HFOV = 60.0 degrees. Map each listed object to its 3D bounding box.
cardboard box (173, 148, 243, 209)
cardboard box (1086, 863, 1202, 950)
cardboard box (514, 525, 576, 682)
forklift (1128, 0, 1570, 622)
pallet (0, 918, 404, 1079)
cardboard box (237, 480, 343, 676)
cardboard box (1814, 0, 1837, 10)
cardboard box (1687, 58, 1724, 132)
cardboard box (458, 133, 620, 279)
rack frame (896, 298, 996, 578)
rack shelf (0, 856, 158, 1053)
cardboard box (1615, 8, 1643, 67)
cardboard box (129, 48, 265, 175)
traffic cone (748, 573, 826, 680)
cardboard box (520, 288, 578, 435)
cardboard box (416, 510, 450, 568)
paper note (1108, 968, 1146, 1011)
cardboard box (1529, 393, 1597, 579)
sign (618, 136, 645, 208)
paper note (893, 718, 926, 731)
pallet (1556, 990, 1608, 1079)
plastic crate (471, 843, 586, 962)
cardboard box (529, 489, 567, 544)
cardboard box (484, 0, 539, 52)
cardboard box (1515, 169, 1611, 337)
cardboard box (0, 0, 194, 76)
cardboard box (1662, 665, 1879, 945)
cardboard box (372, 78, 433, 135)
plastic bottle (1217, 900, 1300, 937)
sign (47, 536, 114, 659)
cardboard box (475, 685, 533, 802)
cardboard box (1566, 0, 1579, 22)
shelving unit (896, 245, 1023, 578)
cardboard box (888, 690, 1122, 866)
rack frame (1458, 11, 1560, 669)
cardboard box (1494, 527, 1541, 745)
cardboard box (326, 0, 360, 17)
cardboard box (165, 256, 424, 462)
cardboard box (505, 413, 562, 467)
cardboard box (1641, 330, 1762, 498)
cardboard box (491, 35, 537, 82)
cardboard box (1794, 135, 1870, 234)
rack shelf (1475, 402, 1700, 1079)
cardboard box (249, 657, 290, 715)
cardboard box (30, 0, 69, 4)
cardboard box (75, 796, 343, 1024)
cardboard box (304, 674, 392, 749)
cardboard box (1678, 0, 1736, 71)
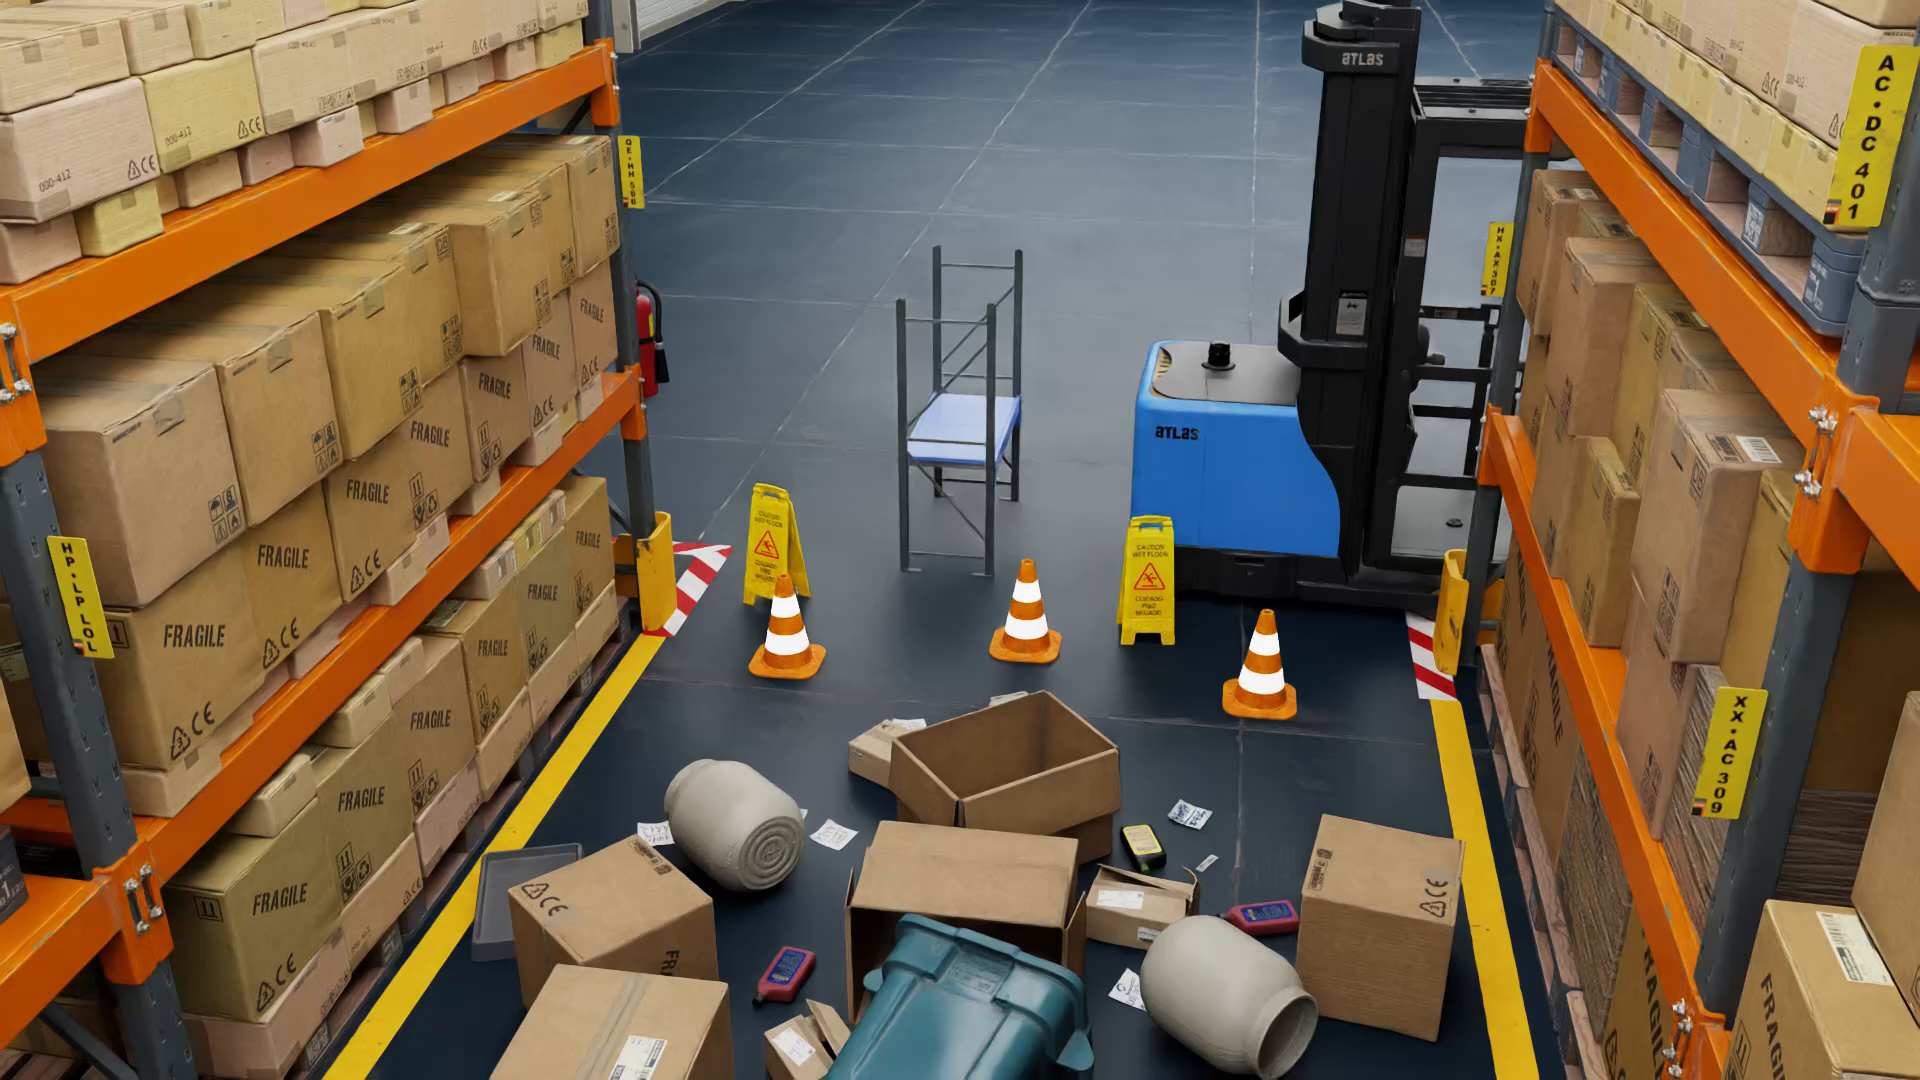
[{"bbox_3d":[-2.283,-1.048,4.709,0.380,0.149,0.250,5,26,10],"label":"cardboard box"},{"bbox_3d":[0.678,1.322,6.113,0.396,0.266,0.258,8,26,18],"label":"cardboard box"},{"bbox_3d":[-1.988,0.243,7.056,0.500,0.500,0.500,5,26,10],"label":"cardboard box"},{"bbox_3d":[2.428,-1.139,8.226,3.031,2.935,1.130,4,25,9],"label":"forklift"},{"bbox_3d":[-2.611,1.609,5.564,1.003,0.211,1.213,4,25,9],"label":"pallet"},{"bbox_3d":[-2.280,0.073,5.087,0.500,0.500,0.500,4,25,8],"label":"cardboard box"},{"bbox_3d":[2.001,-1.192,3.463,0.380,0.149,0.250,4,25,8],"label":"cardboard box"},{"bbox_3d":[2.124,-1.150,4.313,0.380,0.149,0.250,4,25,9],"label":"cardboard box"},{"bbox_3d":[-1.900,-1.448,7.157,0.700,0.500,0.500,3,25,7],"label":"cardboard box"},{"bbox_3d":[-0.069,-0.502,8.554,0.500,1.500,0.032,4,25,9],"label":"rack frame"},{"bbox_3d":[-3.013,1.791,2.733,1.077,0.370,4.000,4,25,9],"label":"rack shelf"},{"bbox_3d":[2.289,-1.574,5.220,0.380,0.149,0.250,4,25,8],"label":"cardboard box"},{"bbox_3d":[-2.269,-1.178,4.515,0.500,0.250,0.500,4,25,8],"label":"cardboard box"},{"bbox_3d":[-0.830,0.374,7.904,0.336,0.463,0.334,4,25,9],"label":"traffic cone"},{"bbox_3d":[-1.935,-0.769,6.885,0.500,0.500,0.500,4,25,9],"label":"cardboard box"},{"bbox_3d":[-2.086,-0.008,6.026,0.380,0.149,0.250,4,25,8],"label":"cardboard box"},{"bbox_3d":[0.631,1.583,5.841,0.172,0.023,0.155,13,28,26],"label":"paper note"},{"bbox_3d":[2.568,-0.196,5.953,0.875,0.550,0.550,4,25,9],"label":"cardboard box"},{"bbox_3d":[-1.488,-1.665,7.529,0.100,0.325,0.005,4,25,9],"label":"sign"},{"bbox_3d":[-0.223,0.834,7.432,0.148,0.019,0.142,-5,25,-10],"label":"paper note"},{"bbox_3d":[2.416,1.880,4.984,1.003,0.211,1.213,4,25,9],"label":"pallet"},{"bbox_3d":[-1.620,1.352,6.268,0.402,0.080,0.583,-5,25,-10],"label":"plastic crate"},{"bbox_3d":[-1.899,-0.111,7.047,0.380,0.149,0.250,5,26,10],"label":"cardboard box"},{"bbox_3d":[-1.946,-2.027,6.330,0.500,0.250,0.500,4,25,8],"label":"cardboard box"},{"bbox_3d":[2.769,-1.148,6.713,0.875,0.550,0.550,4,25,9],"label":"cardboard box"},{"bbox_3d":[-2.246,-1.307,4.320,0.380,0.149,0.250,3,25,7],"label":"cardboard box"},{"bbox_3d":[2.263,0.707,4.025,0.875,0.550,0.550,4,25,9],"label":"cardboard box"},{"bbox_3d":[-2.021,-1.475,5.620,0.380,0.149,0.250,4,25,8],"label":"cardboard box"},{"bbox_3d":[1.105,1.409,6.168,0.283,0.061,0.133,-5,25,-10],"label":"plastic bottle"},{"bbox_3d":[-2.138,0.142,4.043,0.100,0.325,0.005,4,25,9],"label":"sign"},{"bbox_3d":[-2.071,0.803,6.744,0.500,0.250,0.500,3,25,7],"label":"cardboard box"},{"bbox_3d":[2.455,-1.996,6.120,0.380,0.149,0.250,4,25,9],"label":"cardboard box"},{"bbox_3d":[0.014,-0.715,9.008,0.538,1.500,1.048,4,25,9],"label":"shelving unit"},{"bbox_3d":[0.179,0.997,6.527,0.797,0.503,0.637,-14,29,-27],"label":"cardboard box"},{"bbox_3d":[2.868,-0.743,7.299,1.000,3.000,0.127,4,25,9],"label":"rack frame"},{"bbox_3d":[2.822,0.317,7.045,0.875,0.875,0.875,4,25,9],"label":"cardboard box"},{"bbox_3d":[-2.140,-1.742,5.251,0.380,0.149,0.250,5,25,10],"label":"cardboard box"},{"bbox_3d":[-2.186,-0.593,5.330,0.700,0.500,0.500,3,25,7],"label":"cardboard box"},{"bbox_3d":[-1.889,-0.430,6.926,0.380,0.149,0.250,4,25,9],"label":"cardboard box"},{"bbox_3d":[2.508,-0.234,4.760,0.875,0.550,0.550,4,25,9],"label":"cardboard box"},{"bbox_3d":[-1.900,-1.905,6.539,0.380,0.149,0.250,5,26,10],"label":"cardboard box"},{"bbox_3d":[1.958,-0.725,3.405,0.380,0.149,0.250,4,25,8],"label":"cardboard box"},{"bbox_3d":[2.541,0.419,5.665,1.077,0.370,4.000,4,25,9],"label":"rack shelf"},{"bbox_3d":[-2.314,0.411,5.130,0.380,0.149,0.250,4,25,8],"label":"cardboard box"},{"bbox_3d":[-2.694,-1.561,4.865,0.380,0.149,0.250,4,25,7],"label":"cardboard box"},{"bbox_3d":[-2.323,1.117,5.190,0.500,0.500,0.500,5,26,11],"label":"cardboard box"},{"bbox_3d":[-2.161,0.560,5.615,0.380,0.149,0.250,5,26,11],"label":"cardboard box"},{"bbox_3d":[2.208,-1.375,4.324,0.500,0.250,0.500,4,25,8],"label":"cardboard box"}]
